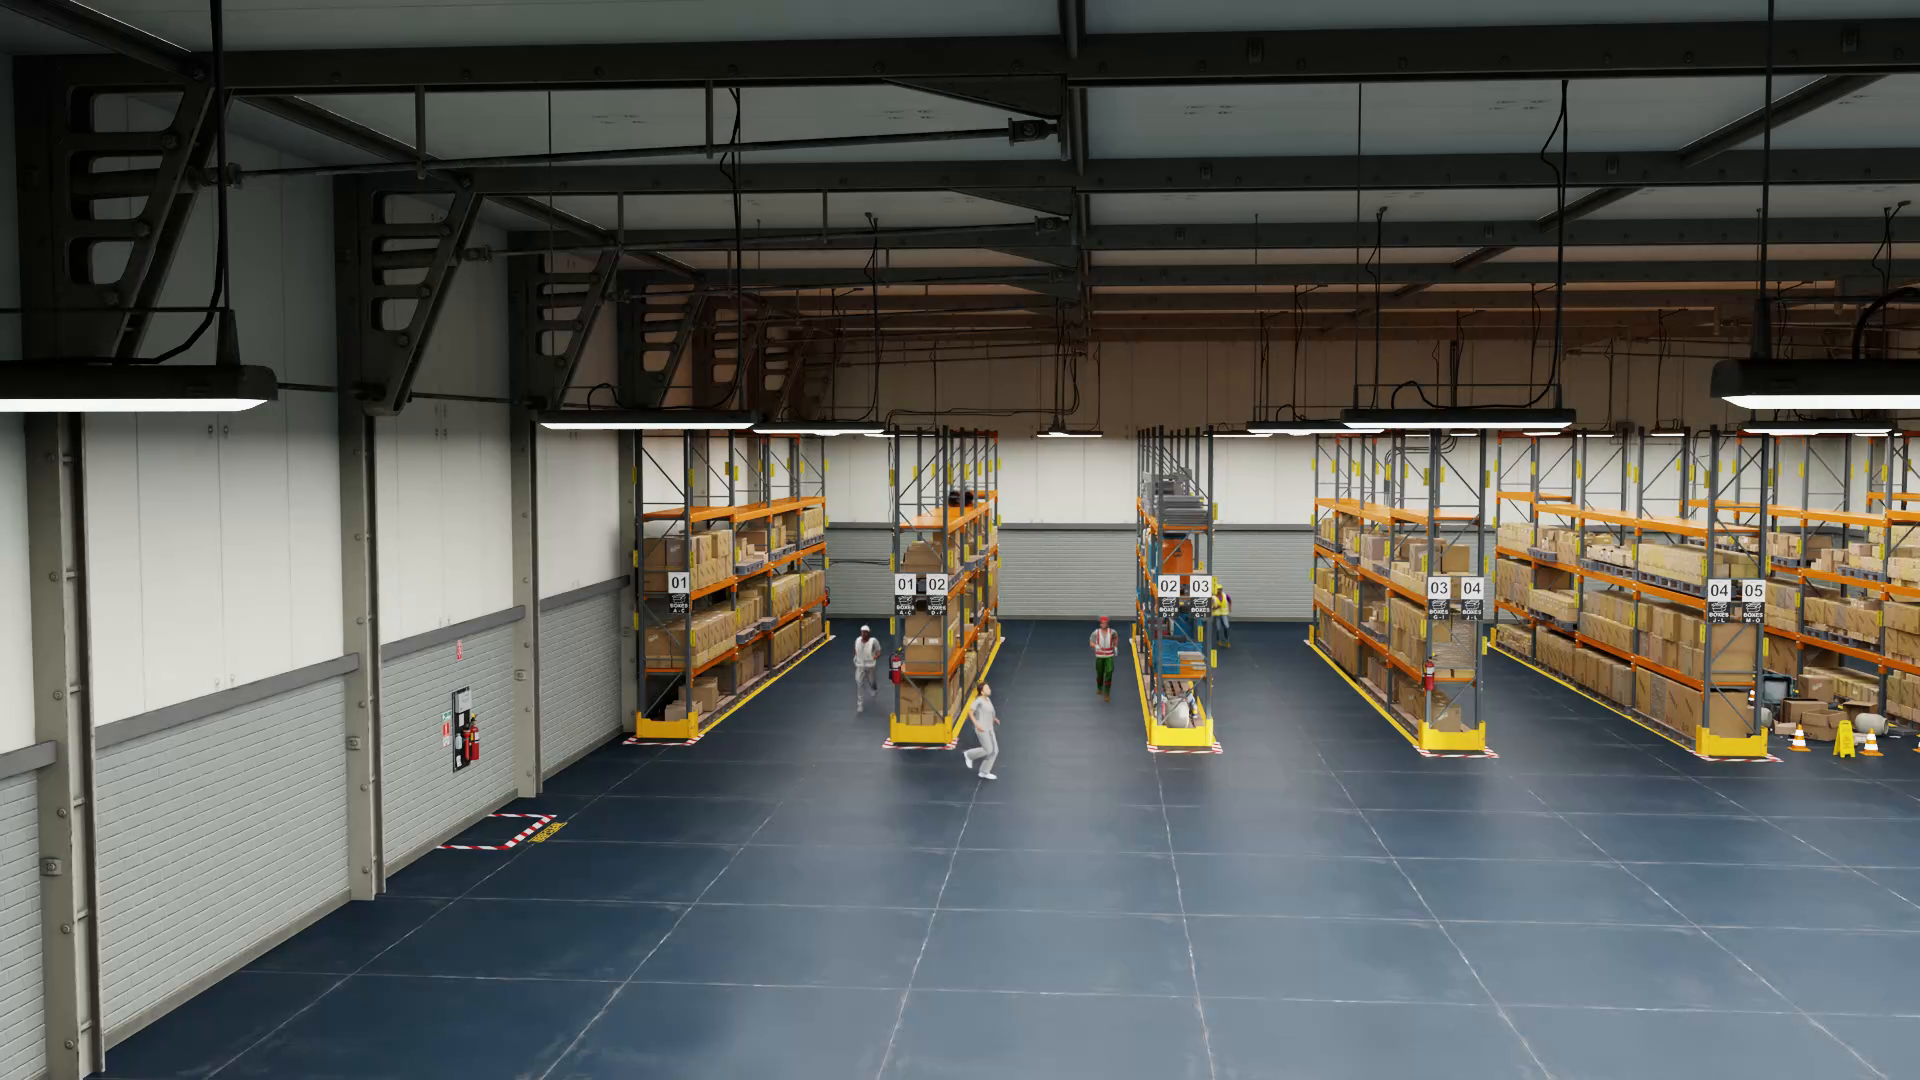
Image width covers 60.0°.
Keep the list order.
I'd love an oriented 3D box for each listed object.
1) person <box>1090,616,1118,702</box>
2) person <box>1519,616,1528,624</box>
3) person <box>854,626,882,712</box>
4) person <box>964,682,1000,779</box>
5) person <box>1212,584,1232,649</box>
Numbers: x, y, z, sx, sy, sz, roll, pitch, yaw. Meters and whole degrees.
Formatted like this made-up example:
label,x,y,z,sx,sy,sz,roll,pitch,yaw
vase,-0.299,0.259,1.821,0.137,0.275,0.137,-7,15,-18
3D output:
label,x,y,z,sx,sy,sz,roll,pitch,yaw
person,3.144,2.574,36.353,0.608,1.833,0.855,0,3,6
person,16.174,2.101,47.317,0.517,1.606,0.699,2,4,36
person,-1.979,2.717,35.501,0.650,1.797,1.144,0,3,7
person,0.373,3.224,28.215,0.569,1.627,0.601,2,4,34
person,7.165,2.095,45.798,0.679,1.776,0.683,0,3,2
